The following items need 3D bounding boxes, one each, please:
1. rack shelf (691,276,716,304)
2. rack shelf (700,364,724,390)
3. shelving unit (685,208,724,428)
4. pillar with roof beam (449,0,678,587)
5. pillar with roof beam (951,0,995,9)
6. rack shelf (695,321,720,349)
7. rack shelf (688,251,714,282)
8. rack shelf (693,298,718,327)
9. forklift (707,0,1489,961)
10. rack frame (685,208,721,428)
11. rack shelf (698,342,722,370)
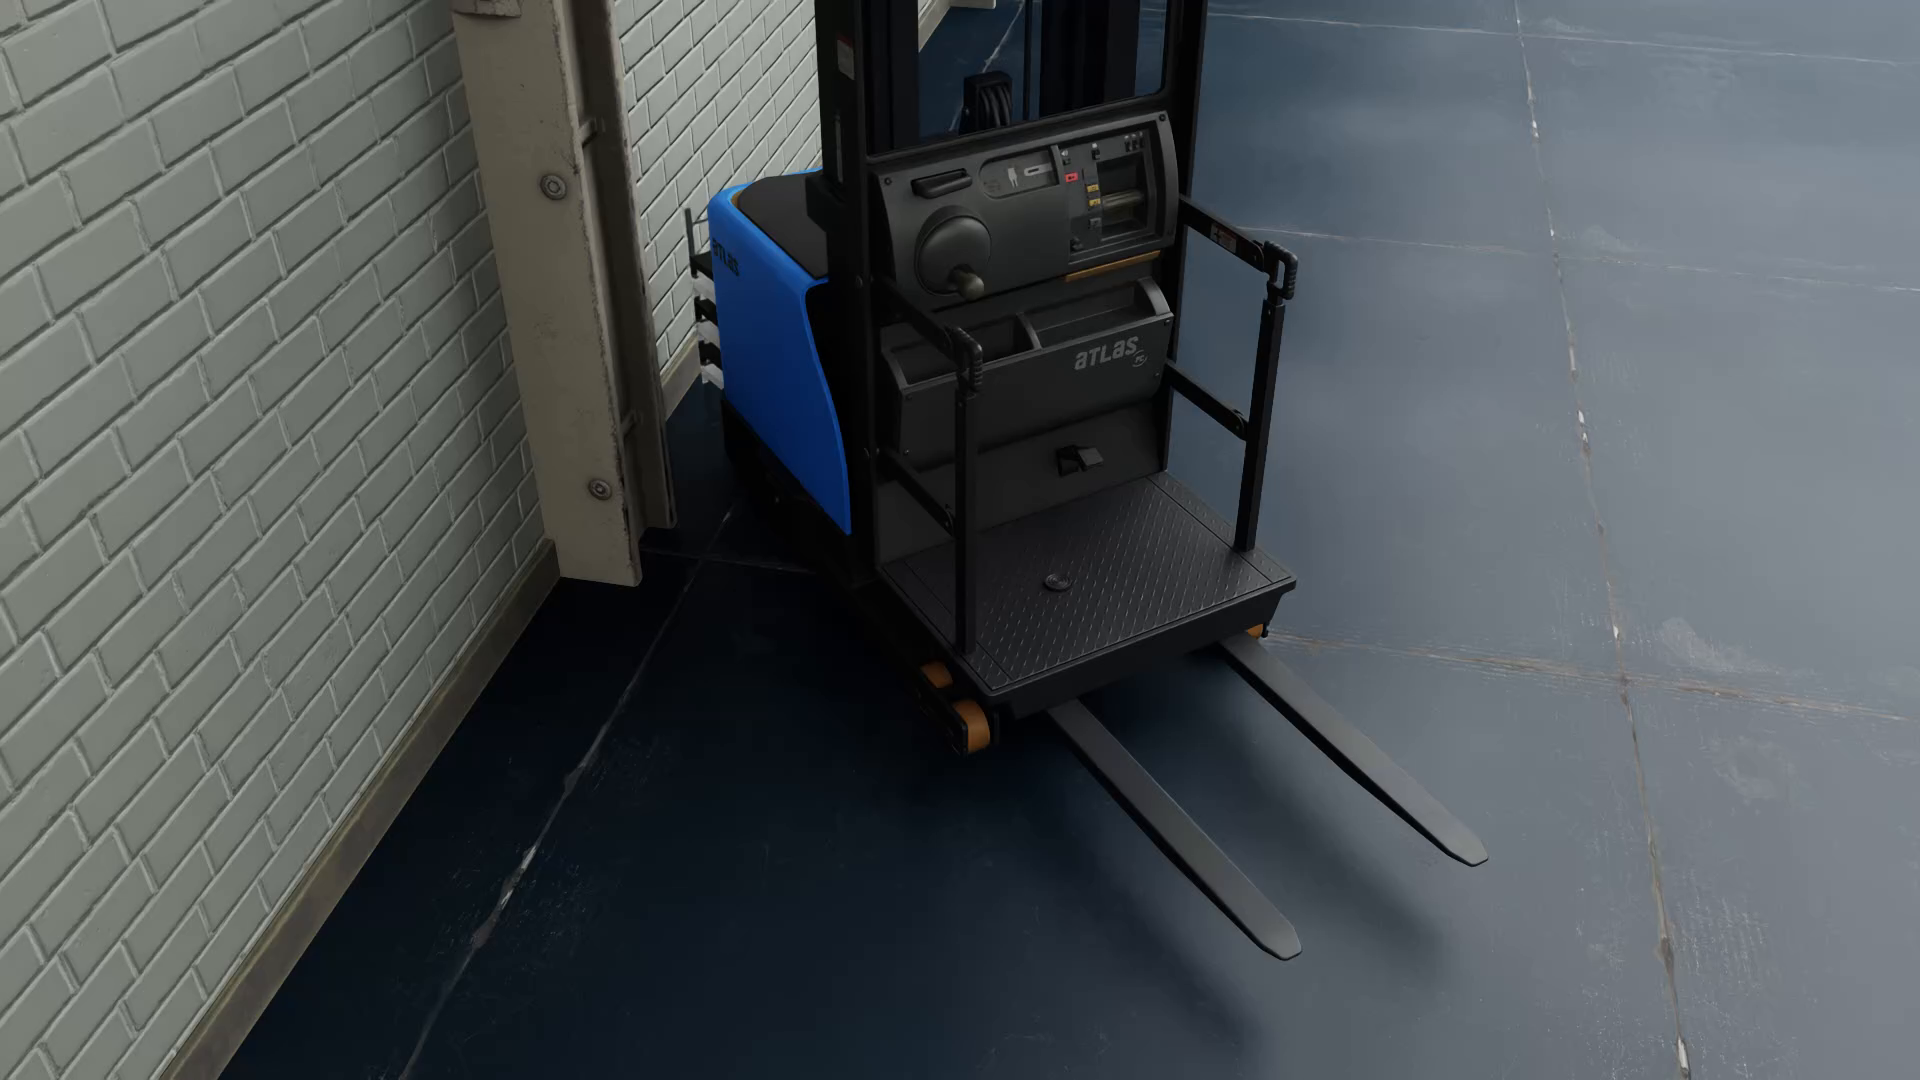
[{"bbox_3d":[-0.804,-0.904,5.980,0.258,0.077,0.200,-23,42,-29],"label":"rack shelf"},{"bbox_3d":[-0.804,-0.612,6.191,0.258,0.077,0.200,-23,42,-29],"label":"rack shelf"},{"bbox_3d":[-0.804,-0.785,6.066,0.258,0.900,0.210,-23,42,-29],"label":"shelving unit"},{"bbox_3d":[3.022,-3.082,2.334,9.100,9.000,0.400,7,37,10],"label":"pillar with roof beam"},{"bbox_3d":[4.304,-6.521,7.080,9.100,9.000,0.400,7,37,10],"label":"pillar with roof beam"},{"bbox_3d":[-0.804,-0.758,6.086,0.258,0.077,0.200,-23,42,-29],"label":"rack shelf"},{"bbox_3d":[-0.804,-0.977,5.927,0.258,0.077,0.200,-23,42,-29],"label":"rack shelf"},{"bbox_3d":[-0.804,-0.831,6.033,0.258,0.077,0.200,-23,42,-29],"label":"rack shelf"},{"bbox_3d":[0.312,-0.867,4.449,1.130,2.935,3.031,-19,40,-24],"label":"forklift"},{"bbox_3d":[-0.864,-0.833,6.133,0.240,0.900,0.006,-23,42,-29],"label":"rack frame"},{"bbox_3d":[-0.804,-0.685,6.139,0.258,0.077,0.200,-23,42,-29],"label":"rack shelf"}]
